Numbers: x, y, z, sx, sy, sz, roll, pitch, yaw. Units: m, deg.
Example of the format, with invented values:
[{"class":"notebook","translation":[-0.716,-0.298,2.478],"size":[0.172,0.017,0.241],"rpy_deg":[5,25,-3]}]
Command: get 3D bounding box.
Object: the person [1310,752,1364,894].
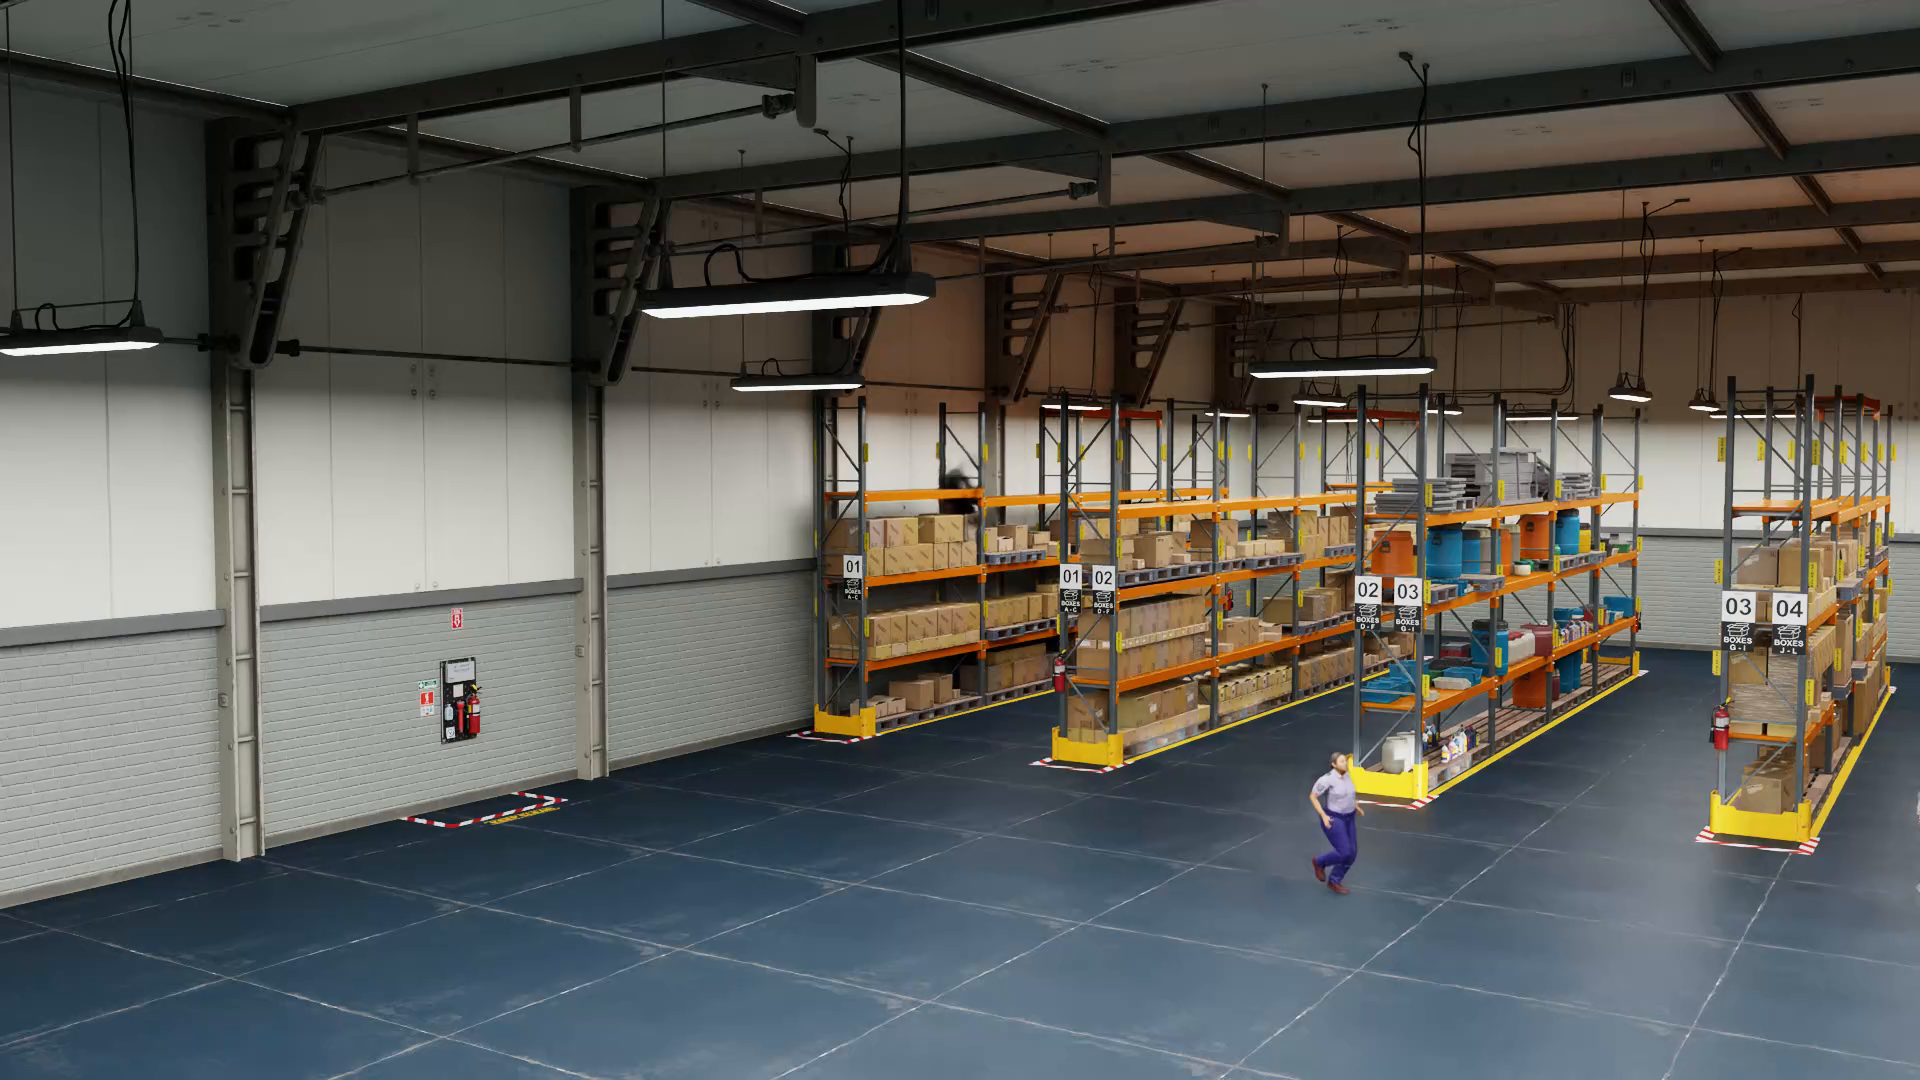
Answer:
[{"class":"person","translation":[4.318,3.223,18.926],"size":[0.614,1.596,0.548],"rpy_deg":[-2,4,-38]}]
